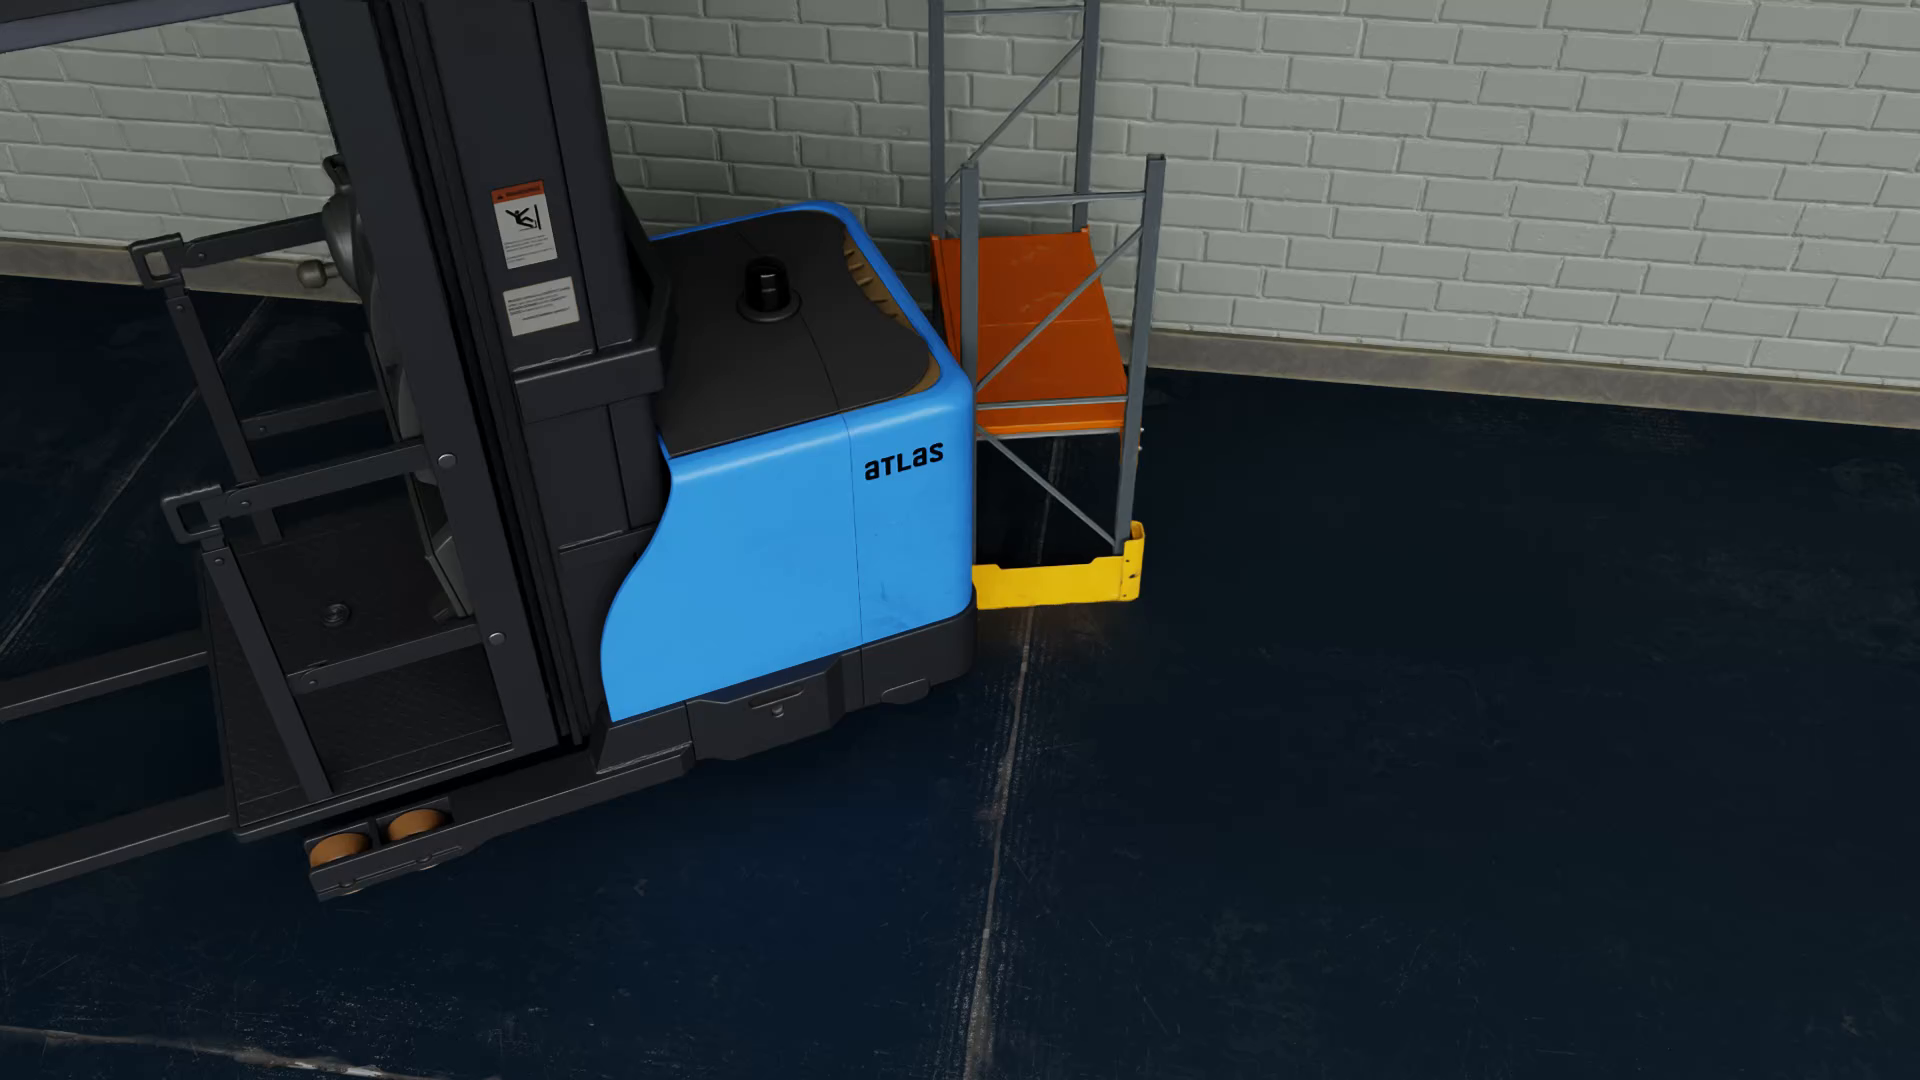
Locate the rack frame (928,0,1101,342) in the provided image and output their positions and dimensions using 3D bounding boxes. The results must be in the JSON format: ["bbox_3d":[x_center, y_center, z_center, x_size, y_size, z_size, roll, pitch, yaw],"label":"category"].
[{"bbox_3d":[0.158,-1.070,5.289,0.500,1.500,0.032,-4,44,-4],"label":"rack frame"}]

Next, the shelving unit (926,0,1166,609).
[{"bbox_3d":[0.206,-0.716,4.915,0.587,1.500,1.083,-4,44,-4],"label":"shelving unit"}]

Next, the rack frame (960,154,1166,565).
[{"bbox_3d":[0.251,-0.374,4.554,0.500,1.500,0.032,-4,44,-4],"label":"rack frame"}]

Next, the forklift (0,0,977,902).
[{"bbox_3d":[-1.518,-0.566,3.716,3.031,2.935,1.130,-16,46,-17],"label":"forklift"}]

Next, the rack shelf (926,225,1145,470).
[{"bbox_3d":[0.205,-0.592,5.046,0.538,0.185,1.000,-4,44,-4],"label":"rack shelf"}]

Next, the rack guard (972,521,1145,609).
[{"bbox_3d":[0.251,0.079,4.985,0.587,0.250,0.087,-4,44,-4],"label":"rack guard"}]
